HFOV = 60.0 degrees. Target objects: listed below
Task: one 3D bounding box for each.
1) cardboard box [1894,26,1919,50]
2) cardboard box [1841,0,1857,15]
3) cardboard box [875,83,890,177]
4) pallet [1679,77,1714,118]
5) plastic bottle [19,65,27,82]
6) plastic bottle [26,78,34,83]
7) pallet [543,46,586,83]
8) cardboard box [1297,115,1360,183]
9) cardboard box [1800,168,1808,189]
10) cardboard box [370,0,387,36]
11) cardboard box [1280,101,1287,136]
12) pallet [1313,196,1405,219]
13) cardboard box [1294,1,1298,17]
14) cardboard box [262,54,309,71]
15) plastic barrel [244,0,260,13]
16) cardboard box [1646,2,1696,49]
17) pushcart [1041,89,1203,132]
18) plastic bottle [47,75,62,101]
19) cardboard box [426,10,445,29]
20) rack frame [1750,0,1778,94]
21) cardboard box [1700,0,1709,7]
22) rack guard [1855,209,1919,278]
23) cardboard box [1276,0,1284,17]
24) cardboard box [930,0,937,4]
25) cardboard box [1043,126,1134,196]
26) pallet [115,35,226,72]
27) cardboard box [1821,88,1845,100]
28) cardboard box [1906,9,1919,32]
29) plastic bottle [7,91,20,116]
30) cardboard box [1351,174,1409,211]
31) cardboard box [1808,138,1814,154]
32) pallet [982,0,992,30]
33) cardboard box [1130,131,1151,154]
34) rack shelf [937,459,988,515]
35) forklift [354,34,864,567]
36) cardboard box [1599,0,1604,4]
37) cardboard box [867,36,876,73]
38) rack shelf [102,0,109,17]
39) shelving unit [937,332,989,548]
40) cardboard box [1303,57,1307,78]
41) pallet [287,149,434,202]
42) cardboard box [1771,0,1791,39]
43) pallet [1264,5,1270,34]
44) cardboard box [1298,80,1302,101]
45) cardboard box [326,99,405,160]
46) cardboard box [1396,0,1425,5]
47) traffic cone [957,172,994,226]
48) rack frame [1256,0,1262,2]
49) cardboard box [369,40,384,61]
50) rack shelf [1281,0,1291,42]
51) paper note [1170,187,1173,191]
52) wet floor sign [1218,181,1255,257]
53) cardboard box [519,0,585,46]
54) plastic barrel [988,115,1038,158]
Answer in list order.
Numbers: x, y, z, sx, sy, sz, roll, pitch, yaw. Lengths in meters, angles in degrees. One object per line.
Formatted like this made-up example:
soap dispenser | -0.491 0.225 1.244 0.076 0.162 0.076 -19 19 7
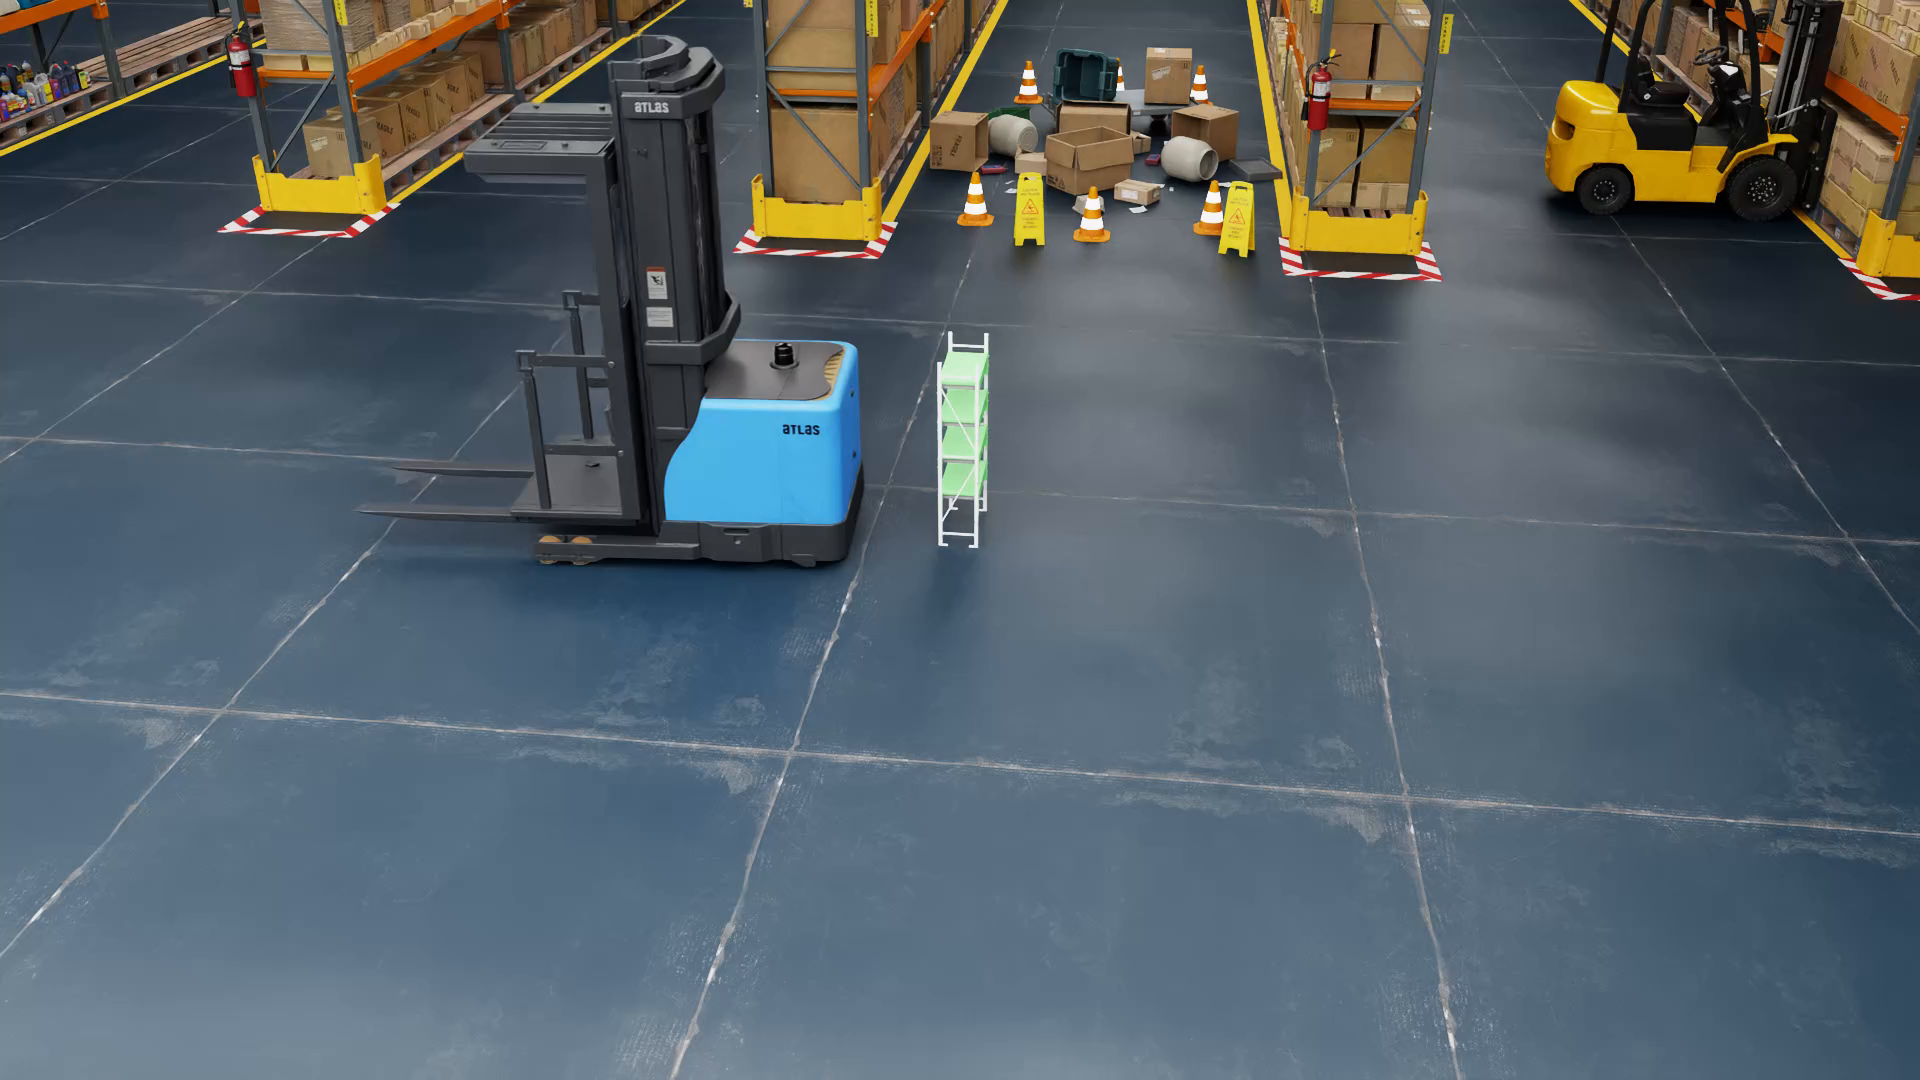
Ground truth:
cardboard box | 8.293 -4.315 14.308 0.380 0.149 0.250 4 29 7
cardboard box | 8.508 -5.035 15.644 0.380 0.149 0.250 3 28 5
cardboard box | -1.202 -4.198 16.676 0.875 0.875 0.875 3 28 5
pallet | 9.216 -5.264 19.799 1.003 0.211 1.213 3 28 6
plastic bottle | -11.041 -5.431 19.568 0.061 0.283 0.133 3 28 6
plastic bottle | -10.621 -5.147 19.041 0.061 0.283 0.133 3 28 6
pallet | -5.504 -6.144 21.432 1.003 0.211 1.213 3 28 6
cardboard box | 3.440 -3.667 15.560 0.500 0.500 0.500 4 29 7
cardboard box | 8.453 -3.612 16.248 0.500 0.250 0.500 4 29 8
cardboard box | -6.198 -5.221 16.360 0.875 0.500 0.500 3 28 6
cardboard box | 3.750 -4.566 18.019 0.500 0.250 0.500 2 28 4
pallet | 3.744 -3.159 15.891 1.003 0.211 1.213 3 28 6
cardboard box | 3.721 -5.600 17.063 0.500 0.500 0.500 3 28 6
cardboard box | -6.405 -4.582 15.857 0.380 0.149 0.250 3 28 6
plastic barrel | -10.127 -8.061 23.895 0.600 0.830 0.708 3 28 6
cardboard box | 9.346 -6.746 21.801 0.500 0.500 0.500 4 29 8
pushcart | 1.821 -4.808 18.777 1.648 0.377 0.936 -6 29 -11
plastic bottle | -10.456 -5.226 19.187 0.061 0.283 0.133 5 29 10
cardboard box | -5.678 -5.495 17.553 0.380 0.149 0.250 3 28 6
rack frame | 9.017 -5.567 17.420 1.000 3.000 0.127 3 28 6
cardboard box | 9.880 -7.047 21.677 0.380 0.149 0.250 5 29 9
rack guard | 8.524 -2.572 14.497 1.175 0.500 0.348 3 28 6
cardboard box | 4.748 -7.306 22.446 0.875 0.875 0.875 3 28 6
cardboard box | -0.503 -6.370 18.805 0.500 0.500 0.500 4 29 7
cardboard box | 1.303 -3.846 16.858 0.797 0.503 0.637 -17 33 -29
pallet | -10.456 -6.437 21.977 1.003 0.211 1.213 3 28 6
cardboard box | 8.524 -4.297 16.465 0.500 0.250 0.500 4 29 8
cardboard box | 8.361 -4.443 14.232 0.380 0.149 0.250 3 28 6
plastic bottle | -10.565 -4.871 18.541 0.097 0.271 0.097 0 28 0
cardboard box | 3.974 -3.309 15.685 0.500 0.250 0.500 3 28 6
cardboard box | 8.456 -3.841 16.146 0.500 0.250 0.500 3 28 6
pallet | -0.095 -7.689 24.300 1.003 0.211 1.213 3 28 6
cardboard box | 1.860 -4.391 18.121 0.258 0.266 0.396 -17 33 -29
rack shelf | 0.020 -0.339 10.254 0.258 0.148 0.480 3 28 6
forklift | -2.154 -1.388 9.737 3.031 2.935 1.130 2 28 3
cardboard box | 9.715 -8.202 24.505 0.500 0.500 0.500 5 29 8
cardboard box | -1.279 -4.714 15.680 0.875 0.550 0.550 3 28 6
rack shelf | -10.415 -7.342 21.474 1.077 0.370 4.000 3 28 6
shelving unit | 0.020 -0.606 10.110 0.258 1.200 0.503 3 28 6
cardboard box | 3.409 -4.417 15.550 0.380 0.149 0.250 4 29 7
pallet | -6.091 -3.735 16.960 1.003 0.211 1.213 3 28 6
cardboard box | 8.704 -5.417 17.037 0.500 0.500 0.500 3 28 5
pallet | 4.904 -7.448 23.853 1.003 0.211 1.213 3 28 6
cardboard box | 3.486 -4.372 16.184 0.380 0.149 0.250 5 29 8
cardboard box | -6.103 -4.207 17.090 0.500 0.500 0.500 11 30 19
cardboard box | 4.055 -4.836 15.646 0.500 0.500 0.500 3 28 5
traffic cone | 0.150 -3.261 15.816 0.336 0.463 0.334 3 28 6
rack frame | 5.071 -9.619 24.942 1.000 3.000 0.127 3 28 6
cardboard box | -5.868 -4.790 16.243 0.380 0.149 0.250 3 28 6
rack shelf | 4.335 -6.478 19.871 1.077 0.370 4.000 3 28 6
paper note | 2.141 -3.552 16.833 0.032 0.001 0.123 3 28 6
wet floor sign | 2.515 -2.907 14.965 0.267 0.644 0.232 14 31 24
cardboard box | -5.372 -6.827 21.931 0.700 0.500 0.500 1 28 2
plastic barrel | 0.549 -4.336 17.853 0.421 0.421 0.512 -24 36 -37
